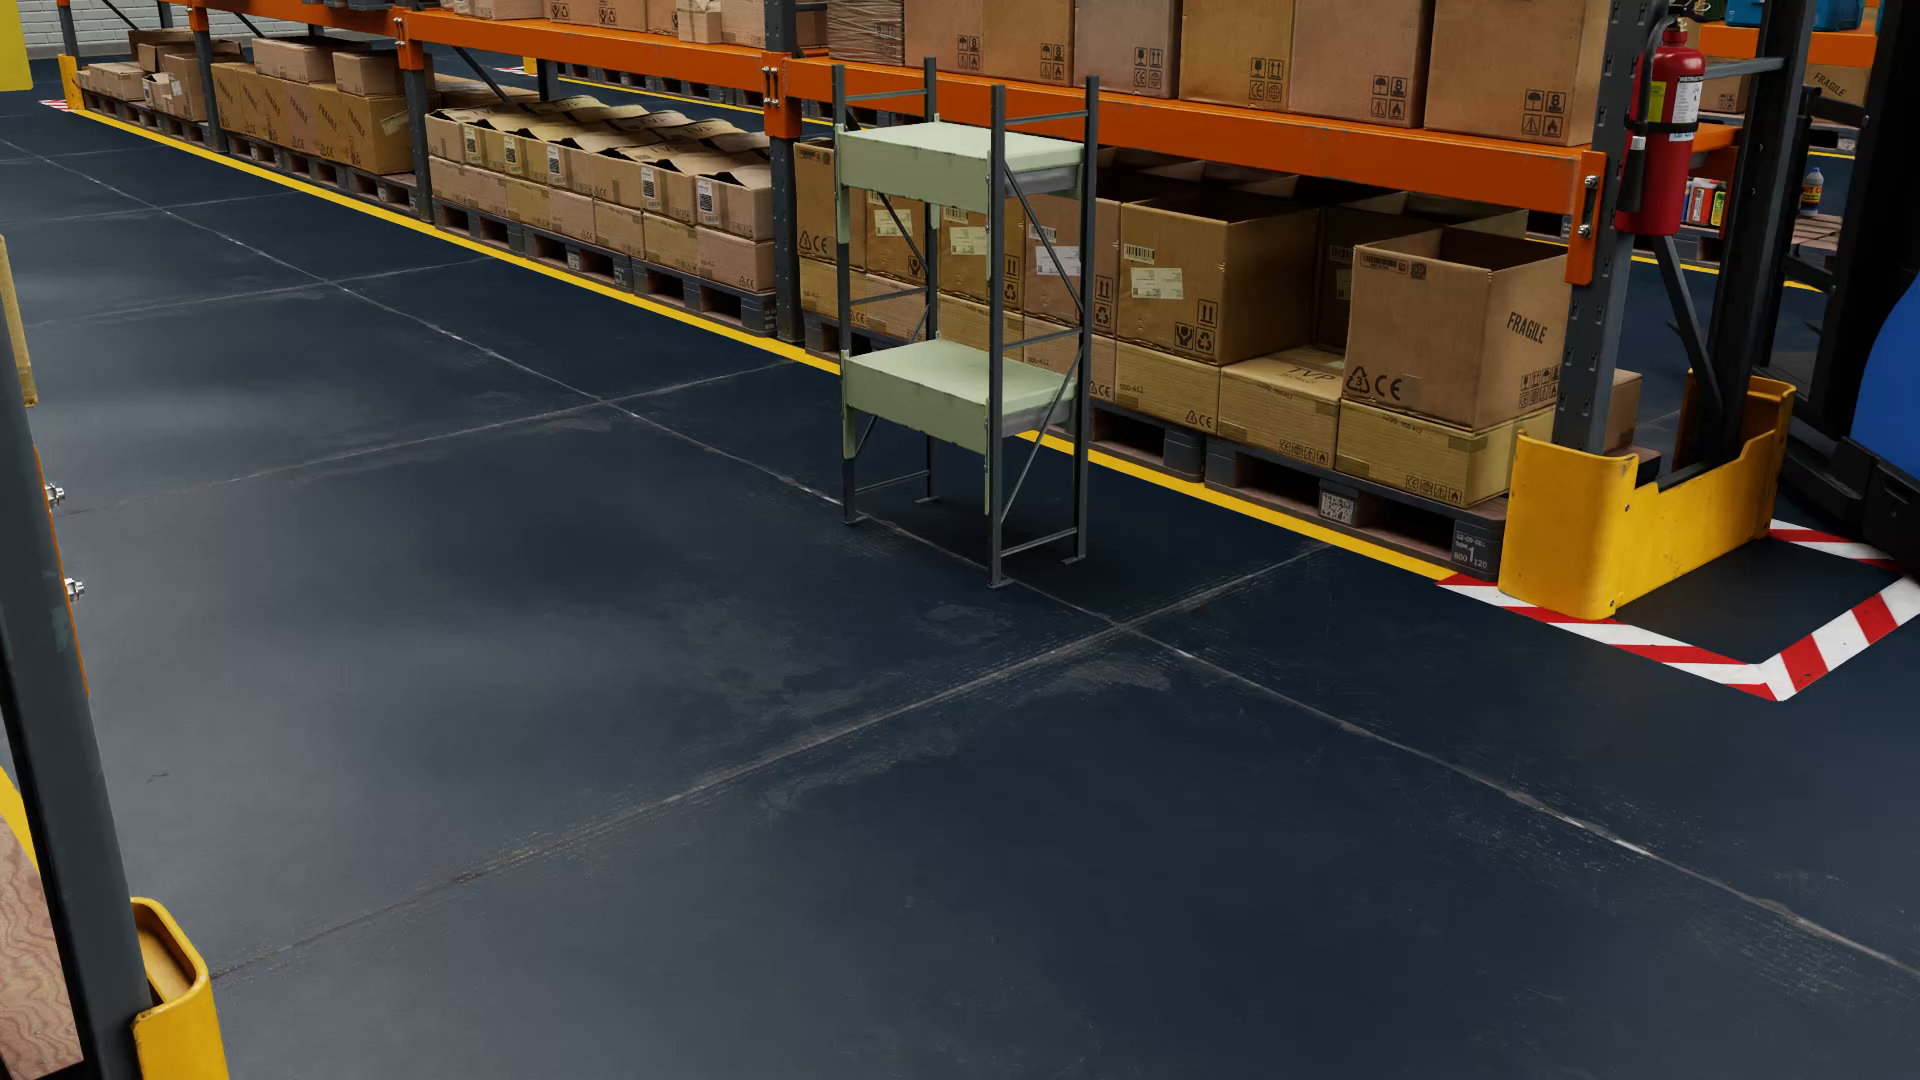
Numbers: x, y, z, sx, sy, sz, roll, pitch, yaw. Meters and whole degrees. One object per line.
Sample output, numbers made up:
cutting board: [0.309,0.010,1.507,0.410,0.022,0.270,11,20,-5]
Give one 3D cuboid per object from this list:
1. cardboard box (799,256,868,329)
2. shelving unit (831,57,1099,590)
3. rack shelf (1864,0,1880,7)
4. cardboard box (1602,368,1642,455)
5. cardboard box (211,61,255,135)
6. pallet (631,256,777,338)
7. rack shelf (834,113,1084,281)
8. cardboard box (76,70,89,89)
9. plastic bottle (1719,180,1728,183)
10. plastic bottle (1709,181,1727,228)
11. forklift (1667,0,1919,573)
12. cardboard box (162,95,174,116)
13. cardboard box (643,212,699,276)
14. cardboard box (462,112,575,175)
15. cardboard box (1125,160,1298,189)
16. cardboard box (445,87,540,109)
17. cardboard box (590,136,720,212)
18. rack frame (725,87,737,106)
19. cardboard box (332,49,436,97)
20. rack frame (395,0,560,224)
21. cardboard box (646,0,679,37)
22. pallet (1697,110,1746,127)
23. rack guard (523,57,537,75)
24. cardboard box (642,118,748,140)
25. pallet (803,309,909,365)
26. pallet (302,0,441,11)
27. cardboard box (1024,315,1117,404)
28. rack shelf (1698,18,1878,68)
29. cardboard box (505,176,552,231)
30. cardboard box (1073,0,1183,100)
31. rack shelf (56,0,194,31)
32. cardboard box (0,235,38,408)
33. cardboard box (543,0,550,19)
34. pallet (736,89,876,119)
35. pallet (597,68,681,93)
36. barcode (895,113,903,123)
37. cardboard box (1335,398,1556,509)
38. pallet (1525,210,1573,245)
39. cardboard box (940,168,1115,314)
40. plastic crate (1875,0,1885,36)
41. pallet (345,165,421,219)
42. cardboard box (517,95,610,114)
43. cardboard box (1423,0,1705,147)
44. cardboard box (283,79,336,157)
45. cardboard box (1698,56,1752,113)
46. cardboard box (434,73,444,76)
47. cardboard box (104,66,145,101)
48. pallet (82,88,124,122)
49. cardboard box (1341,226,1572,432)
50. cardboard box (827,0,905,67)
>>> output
cardboard box: [-0.378,-1.163,7.535,0.500,0.250,0.500,-17,27,-37]
shelving unit: [0.004,-0.697,5.206,0.431,1.500,0.755,-17,27,-37]
rack shelf: [8.362,-3.918,12.360,1.077,0.370,4.000,-17,27,-37]
cardboard box: [1.978,-0.459,5.738,0.500,0.250,0.500,-17,27,-37]
cardboard box: [-5.542,-3.508,13.151,0.500,0.500,0.500,-19,28,-40]
pallet: [-0.961,-1.344,8.626,1.003,0.211,1.213,-17,27,-37]
rack shelf: [0.004,-1.060,5.063,0.431,0.370,0.720,-17,27,-37]
cardboard box: [-8.271,-4.444,16.022,0.380,0.149,0.250,-17,27,-37]
plastic bottle: [4.614,-2.148,10.089,0.097,0.201,0.097,0,21,0]
plastic bottle: [4.294,-1.892,9.324,0.061,0.283,0.133,-17,27,-36]
forklift: [3.454,-1.579,5.496,1.130,2.935,3.031,0,21,0]
cardboard box: [-6.550,-3.715,14.162,0.380,0.149,0.250,-17,27,-37]
cardboard box: [-1.270,-1.549,8.521,0.500,0.250,0.500,-18,28,-38]
cardboard box: [-2.593,-2.372,9.853,0.500,0.311,0.500,-18,28,-39]
cardboard box: [1.001,-1.224,6.661,0.500,0.500,0.500,-17,27,-37]
cardboard box: [-3.143,-2.788,11.314,0.500,0.500,0.500,-16,27,-35]
cardboard box: [-1.601,-1.949,8.772,0.500,0.311,0.500,-18,27,-38]
rack frame: [-1.918,-5.837,16.273,1.000,3.000,0.127,-17,27,-37]
cardboard box: [-3.890,-3.161,11.236,0.500,0.250,0.500,-16,27,-35]
rack frame: [-3.062,-3.553,10.443,1.000,3.000,0.127,-17,27,-37]
cardboard box: [-1.284,-2.856,8.527,0.500,0.500,0.500,-15,26,-34]
pallet: [6.547,-3.722,14.697,1.003,0.211,1.213,-17,27,-37]
rack guard: [-4.555,-5.781,19.559,1.175,0.500,0.348,-17,27,-37]
cardboard box: [-1.537,-2.223,9.471,0.500,0.311,0.500,-17,27,-36]
pallet: [0.036,-0.920,7.544,1.003,0.211,1.213,-17,27,-37]
pallet: [-3.558,-3.635,10.914,1.213,0.211,1.003,-17,27,-37]
cardboard box: [0.598,-0.748,6.474,0.500,0.250,0.500,-17,27,-37]
rack shelf: [4.609,-2.739,9.350,1.077,0.370,4.000,-17,27,-37]
cardboard box: [-2.270,-1.973,9.603,0.500,0.250,0.500,-18,28,-39]
cardboard box: [0.852,-1.949,6.209,0.700,0.500,0.500,-16,27,-36]
rack shelf: [-6.979,-4.876,14.807,1.077,0.370,4.000,-17,27,-37]
cardboard box: [-1.668,-0.313,2.348,0.500,0.250,0.500,-18,28,-39]
cardboard box: [-2.187,-3.097,9.624,0.380,0.149,0.250,-15,26,-34]
pallet: [-1.446,-4.315,16.212,1.003,0.211,1.213,-17,27,-37]
pallet: [-3.228,-5.069,18.138,1.003,0.211,1.213,-17,27,-37]
barcode: [-0.302,-2.106,8.255,0.001,0.075,0.075,-17,27,-37]
cardboard box: [1.586,-0.336,5.424,0.500,0.250,0.500,-17,27,-37]
pallet: [3.711,-2.132,10.639,1.003,0.211,1.213,-17,27,-37]
cardboard box: [0.267,-1.234,6.687,0.500,0.500,0.500,-17,27,-37]
plastic crate: [4.942,-2.700,8.468,0.499,0.251,0.408,-17,27,-37]
pallet: [-3.521,-2.470,11.501,1.003,0.211,1.213,-17,27,-37]
cardboard box: [-2.534,-2.644,10.546,0.500,0.311,0.500,-17,27,-36]
cardboard box: [1.865,-1.522,5.119,0.700,0.500,0.500,-17,27,-37]
cardboard box: [-4.535,-3.083,12.068,0.500,0.500,0.500,-19,28,-39]
cardboard box: [6.672,-4.021,14.462,0.500,0.500,0.700,20,29,41]
cardboard box: [-4.157,-3.214,12.401,0.500,0.500,0.500,-19,28,-39]
cardboard box: [-7.491,-4.194,15.246,0.500,0.250,0.500,-17,27,-37]
pallet: [-7.713,-4.224,15.980,1.003,0.211,1.213,-17,27,-37]
cardboard box: [1.585,-0.685,5.286,0.500,0.500,0.500,-17,27,-37]
cardboard box: [-0.157,-2.374,7.294,0.700,0.500,0.500,-18,28,-39]
